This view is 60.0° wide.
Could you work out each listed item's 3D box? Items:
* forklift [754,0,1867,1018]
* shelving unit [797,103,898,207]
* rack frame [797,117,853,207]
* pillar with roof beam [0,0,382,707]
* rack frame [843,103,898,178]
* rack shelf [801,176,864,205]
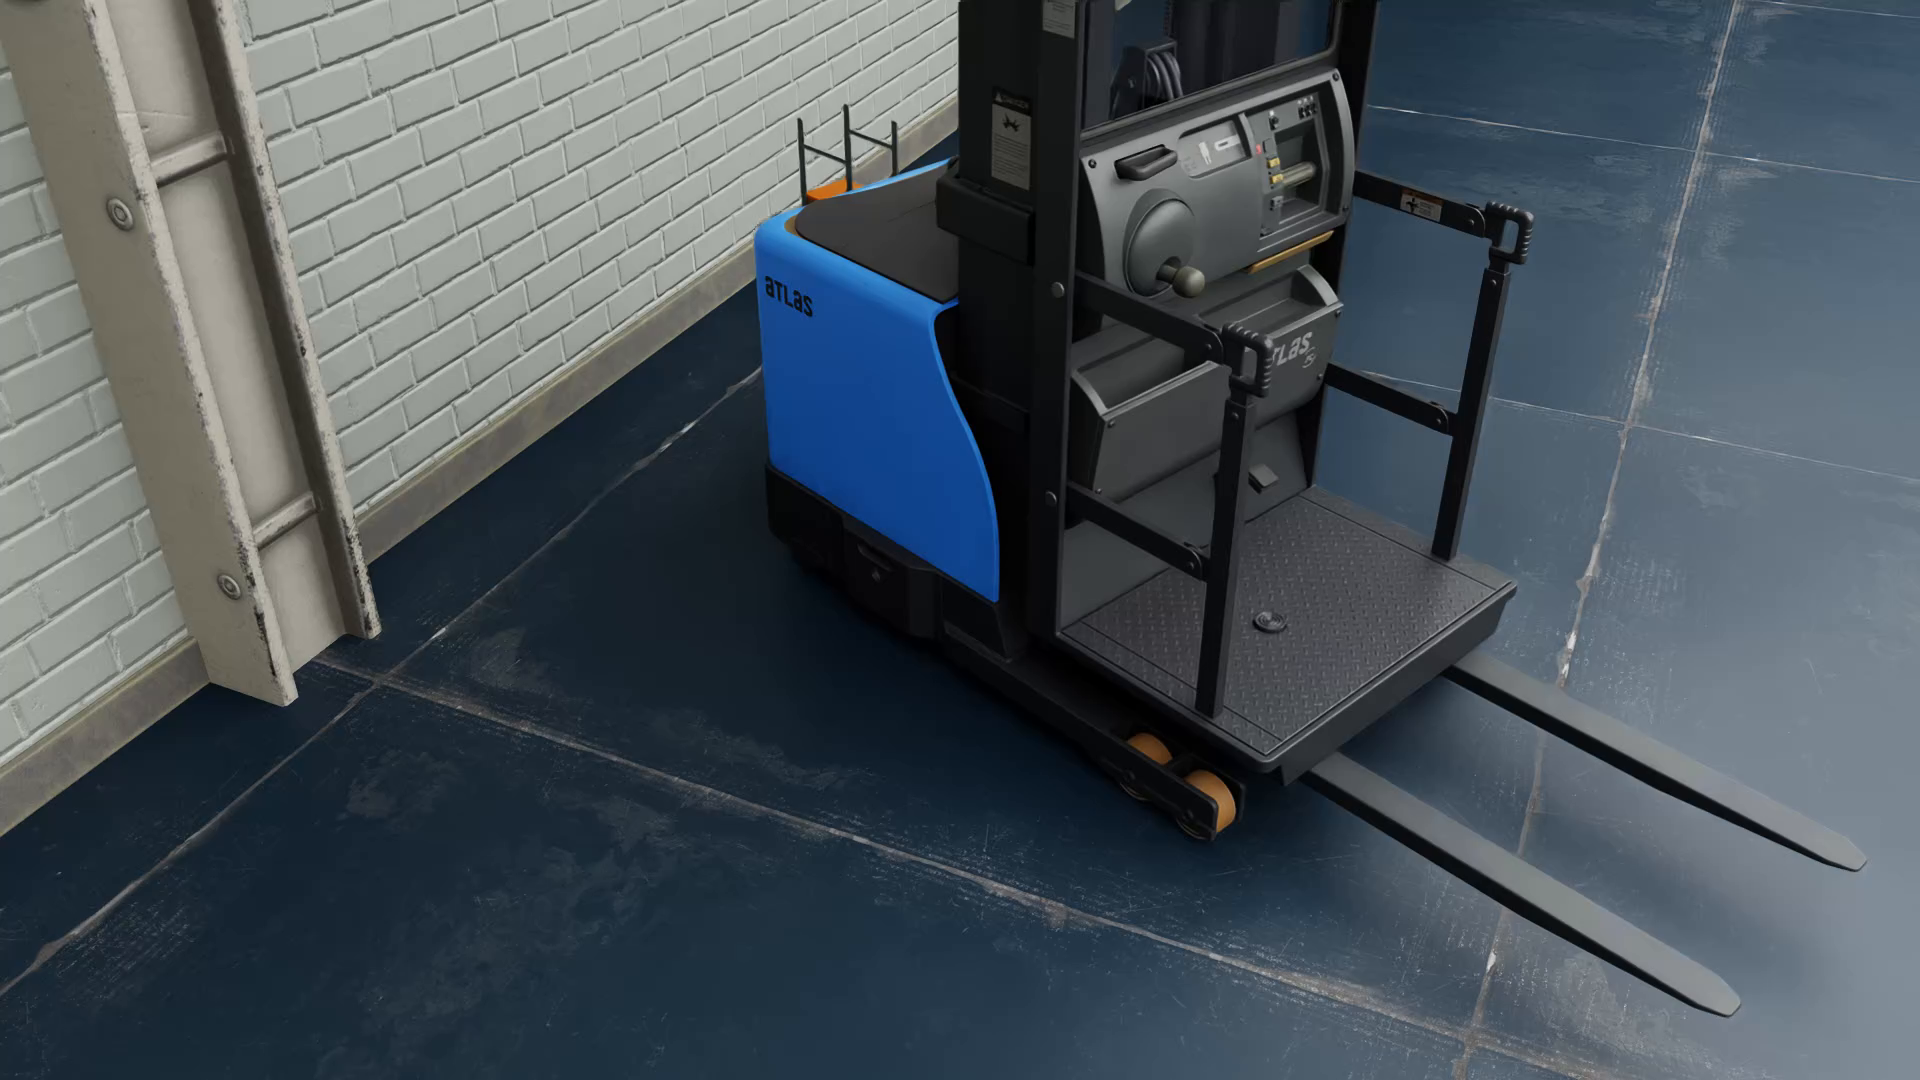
[{"bbox_3d":[0.774,-0.805,3.805,1.130,2.935,3.031,-27,42,-35],"label":"forklift"},{"bbox_3d":[-0.338,-0.756,5.309,0.189,1.200,0.258,-28,42,-36],"label":"shelving unit"},{"bbox_3d":[-0.404,-0.721,5.255,0.006,1.200,0.240,-28,42,-36],"label":"rack frame"},{"bbox_3d":[2.005,-2.452,0.783,9.100,9.000,0.400,14,36,20],"label":"pillar with roof beam"},{"bbox_3d":[-0.273,-0.791,5.362,0.006,1.200,0.240,-28,42,-36],"label":"rack frame"},{"bbox_3d":[-0.338,-1.020,5.136,0.180,0.103,0.258,-28,42,-36],"label":"rack shelf"}]
